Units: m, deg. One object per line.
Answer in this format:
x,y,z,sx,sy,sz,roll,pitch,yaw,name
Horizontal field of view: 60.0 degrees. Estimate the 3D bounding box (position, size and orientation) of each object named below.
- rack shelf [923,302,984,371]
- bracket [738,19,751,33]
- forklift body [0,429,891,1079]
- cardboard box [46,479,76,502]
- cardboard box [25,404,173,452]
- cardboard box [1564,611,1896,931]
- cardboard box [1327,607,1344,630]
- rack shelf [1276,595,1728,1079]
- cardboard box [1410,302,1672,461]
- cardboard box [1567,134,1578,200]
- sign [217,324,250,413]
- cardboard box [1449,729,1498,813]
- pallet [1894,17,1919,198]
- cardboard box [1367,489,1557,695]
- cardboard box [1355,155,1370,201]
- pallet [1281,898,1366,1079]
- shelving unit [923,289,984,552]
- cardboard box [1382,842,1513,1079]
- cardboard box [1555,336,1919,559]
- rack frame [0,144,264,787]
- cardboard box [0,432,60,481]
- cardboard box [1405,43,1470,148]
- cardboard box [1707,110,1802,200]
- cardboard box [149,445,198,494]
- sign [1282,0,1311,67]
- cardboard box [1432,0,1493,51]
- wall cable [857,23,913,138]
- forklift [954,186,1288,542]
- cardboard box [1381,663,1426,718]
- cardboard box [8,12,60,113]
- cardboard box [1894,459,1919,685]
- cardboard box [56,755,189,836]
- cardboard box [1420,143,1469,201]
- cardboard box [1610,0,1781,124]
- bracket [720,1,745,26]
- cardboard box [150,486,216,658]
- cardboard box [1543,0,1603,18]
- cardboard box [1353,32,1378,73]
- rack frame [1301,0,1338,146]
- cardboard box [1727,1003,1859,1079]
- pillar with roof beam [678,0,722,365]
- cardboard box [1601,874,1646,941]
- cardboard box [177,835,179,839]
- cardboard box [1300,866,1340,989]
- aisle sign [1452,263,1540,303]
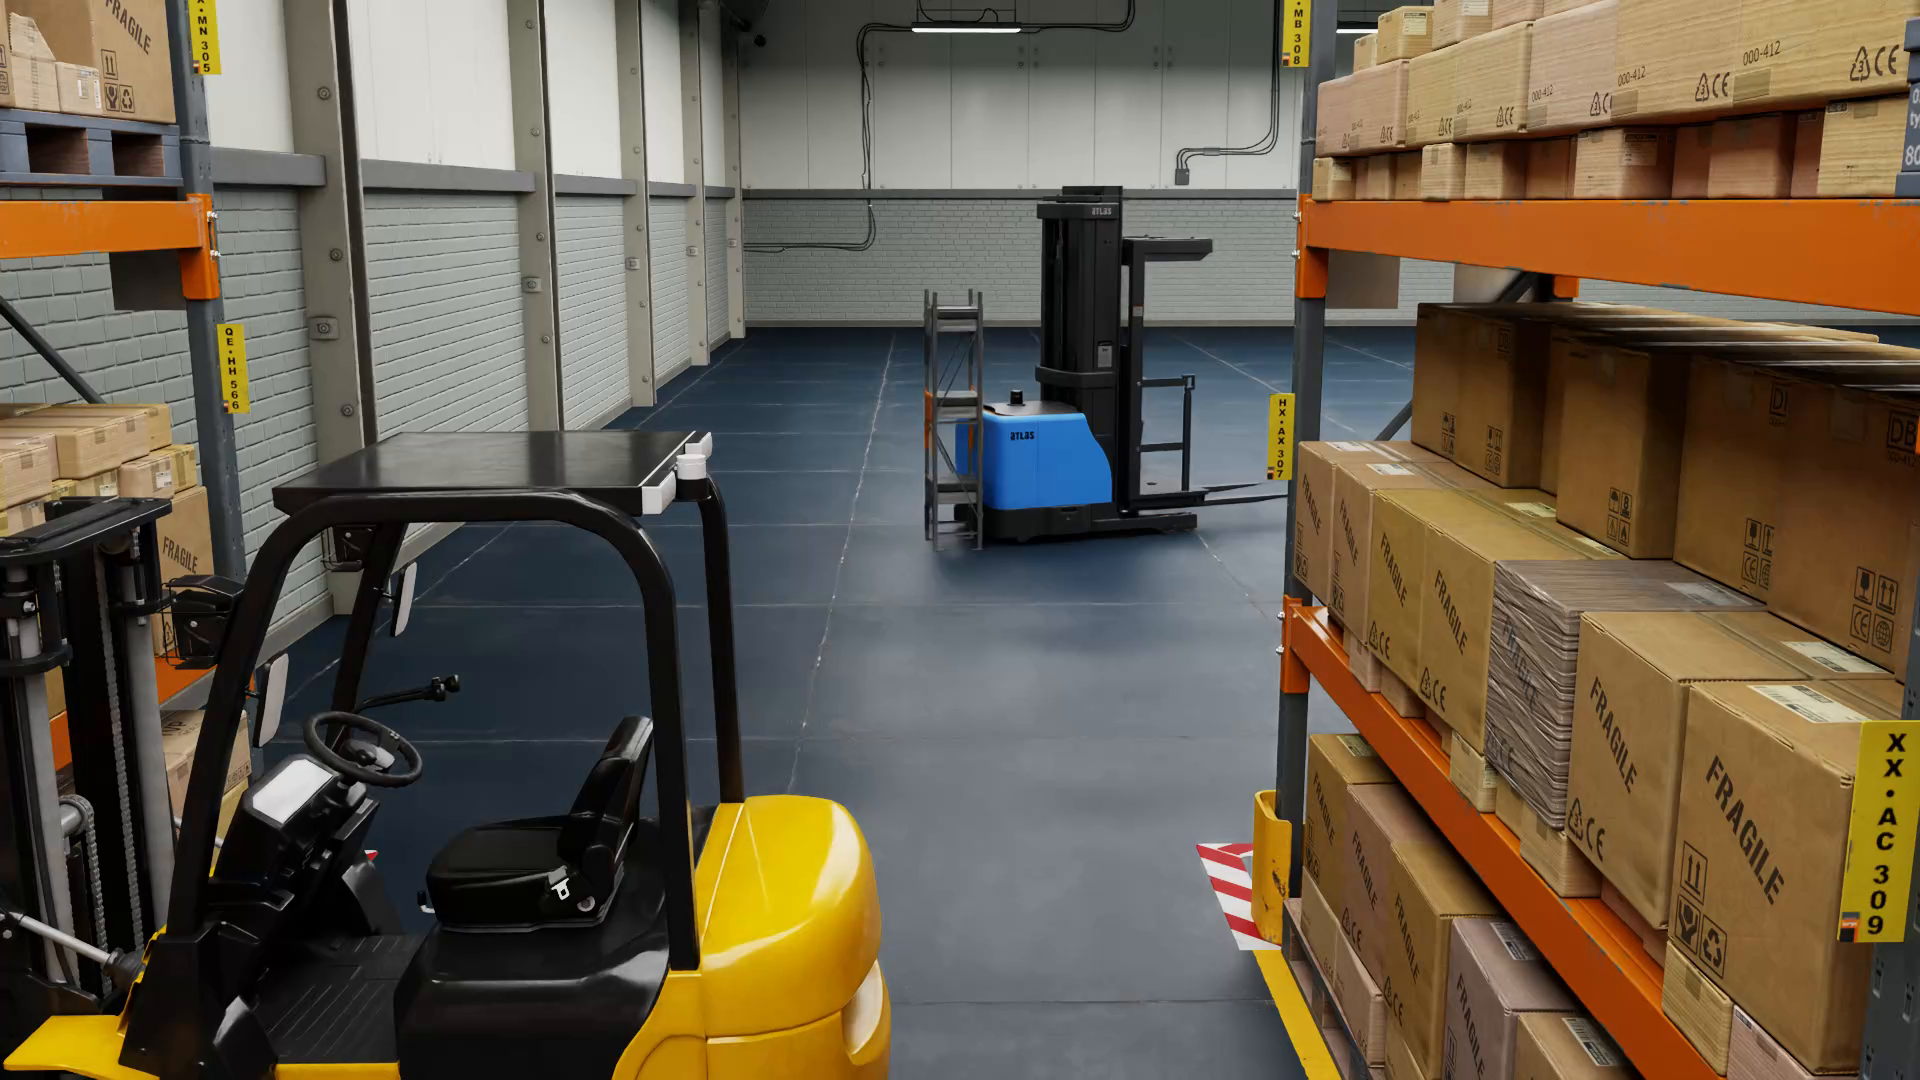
-0.057,-1.660,13.511,0.431,0.518,0.480,-2,12,-8,rack shelf
-4.354,-10.389,33.582,0.235,0.232,0.430,0,11,-1,bracket
-1.348,0.841,4.505,2.313,2.155,1.214,0,11,-1,forklift body
-2.951,-0.092,5.085,0.380,0.149,0.250,0,11,-2,cardboard box
-2.993,-0.387,5.791,0.380,0.149,0.250,0,11,-1,cardboard box
1.559,0.445,3.322,0.500,0.500,0.500,0,11,1,cardboard box
1.552,0.226,6.034,0.380,0.149,0.250,0,11,-1,cardboard box
1.793,0.784,4.458,1.077,0.370,4.000,0,11,-1,rack shelf
1.981,-0.550,5.711,0.700,0.500,0.500,-1,11,-3,cardboard box
1.595,-0.836,3.721,0.380,0.149,0.250,0,11,0,cardboard box
-2.668,-0.628,6.100,0.100,0.325,0.005,0,11,-1,sign
1.482,0.586,4.258,0.380,0.149,0.250,0,11,-1,cardboard box
1.741,-0.425,1.540,1.213,0.211,1.003,0,11,-1,pallet
1.510,0.139,4.830,0.500,0.500,0.500,0,11,-2,cardboard box
1.529,-1.194,5.485,0.380,0.149,0.250,-1,11,-3,cardboard box
1.735,1.578,5.752,1.003,0.211,1.213,0,11,-1,pallet
-0.057,-0.988,13.647,0.431,2.100,0.503,-2,12,-8,shelving unit
1.510,1.178,4.680,0.500,0.500,0.500,0,11,0,cardboard box
1.968,-0.249,4.225,0.700,0.500,0.500,0,11,-2,cardboard box
-3.211,0.055,6.242,1.000,3.000,0.127,0,11,-1,rack frame
-2.993,-0.236,5.049,0.380,0.149,0.250,0,11,-1,cardboard box
1.532,-1.204,4.535,0.500,0.250,0.500,0,11,1,cardboard box
1.576,-0.680,2.956,0.380,0.149,0.250,0,11,-1,cardboard box
-2.924,-0.244,5.833,0.380,0.149,0.250,0,11,0,cardboard box
1.209,-1.862,5.949,0.100,0.325,0.005,0,11,-1,sign
1.475,-1.381,4.402,0.380,0.149,0.250,0,11,0,cardboard box
-0.752,-10.262,37.114,3.097,2.526,0.112,0,11,-1,wall cable
1.515,-1.582,14.485,3.031,2.935,1.130,-5,12,-21,forklift
1.494,0.431,5.023,0.380,0.149,0.250,0,11,0,cardboard box
-2.885,-1.390,4.851,0.396,0.266,0.258,0,11,-1,cardboard box
2.042,0.056,2.723,0.700,0.500,0.500,0,11,-2,cardboard box
-2.873,0.899,5.429,0.500,0.250,0.500,0,11,0,cardboard box
1.465,-0.989,4.475,0.380,0.149,0.250,0,11,-1,cardboard box
1.545,-0.900,3.036,0.500,0.250,0.500,0,11,-2,cardboard box
-4.301,-9.877,31.058,0.076,0.066,4.783,0,11,-1,bracket
-2.938,0.103,5.755,0.500,0.500,0.500,0,11,-2,cardboard box
1.515,-1.228,3.650,0.380,0.149,0.250,0,11,0,cardboard box
1.555,-1.632,5.641,0.380,0.149,0.250,0,11,-2,cardboard box
1.752,-2.906,5.749,1.000,3.000,0.127,0,11,-1,rack frame
1.523,0.890,2.760,0.380,0.149,0.250,0,11,-2,cardboard box
-0.289,-7.531,28.548,9.100,9.000,0.548,0,11,-1,pillar with roof beam
1.592,0.739,3.506,0.380,0.149,0.250,0,11,-2,cardboard box
-2.889,1.147,5.461,0.500,0.250,0.500,0,11,-2,cardboard box
1.492,1.338,5.781,0.500,0.250,0.500,0,11,-2,cardboard box
2.040,-1.253,6.154,0.394,0.787,0.004,0,11,-1,aisle sign
